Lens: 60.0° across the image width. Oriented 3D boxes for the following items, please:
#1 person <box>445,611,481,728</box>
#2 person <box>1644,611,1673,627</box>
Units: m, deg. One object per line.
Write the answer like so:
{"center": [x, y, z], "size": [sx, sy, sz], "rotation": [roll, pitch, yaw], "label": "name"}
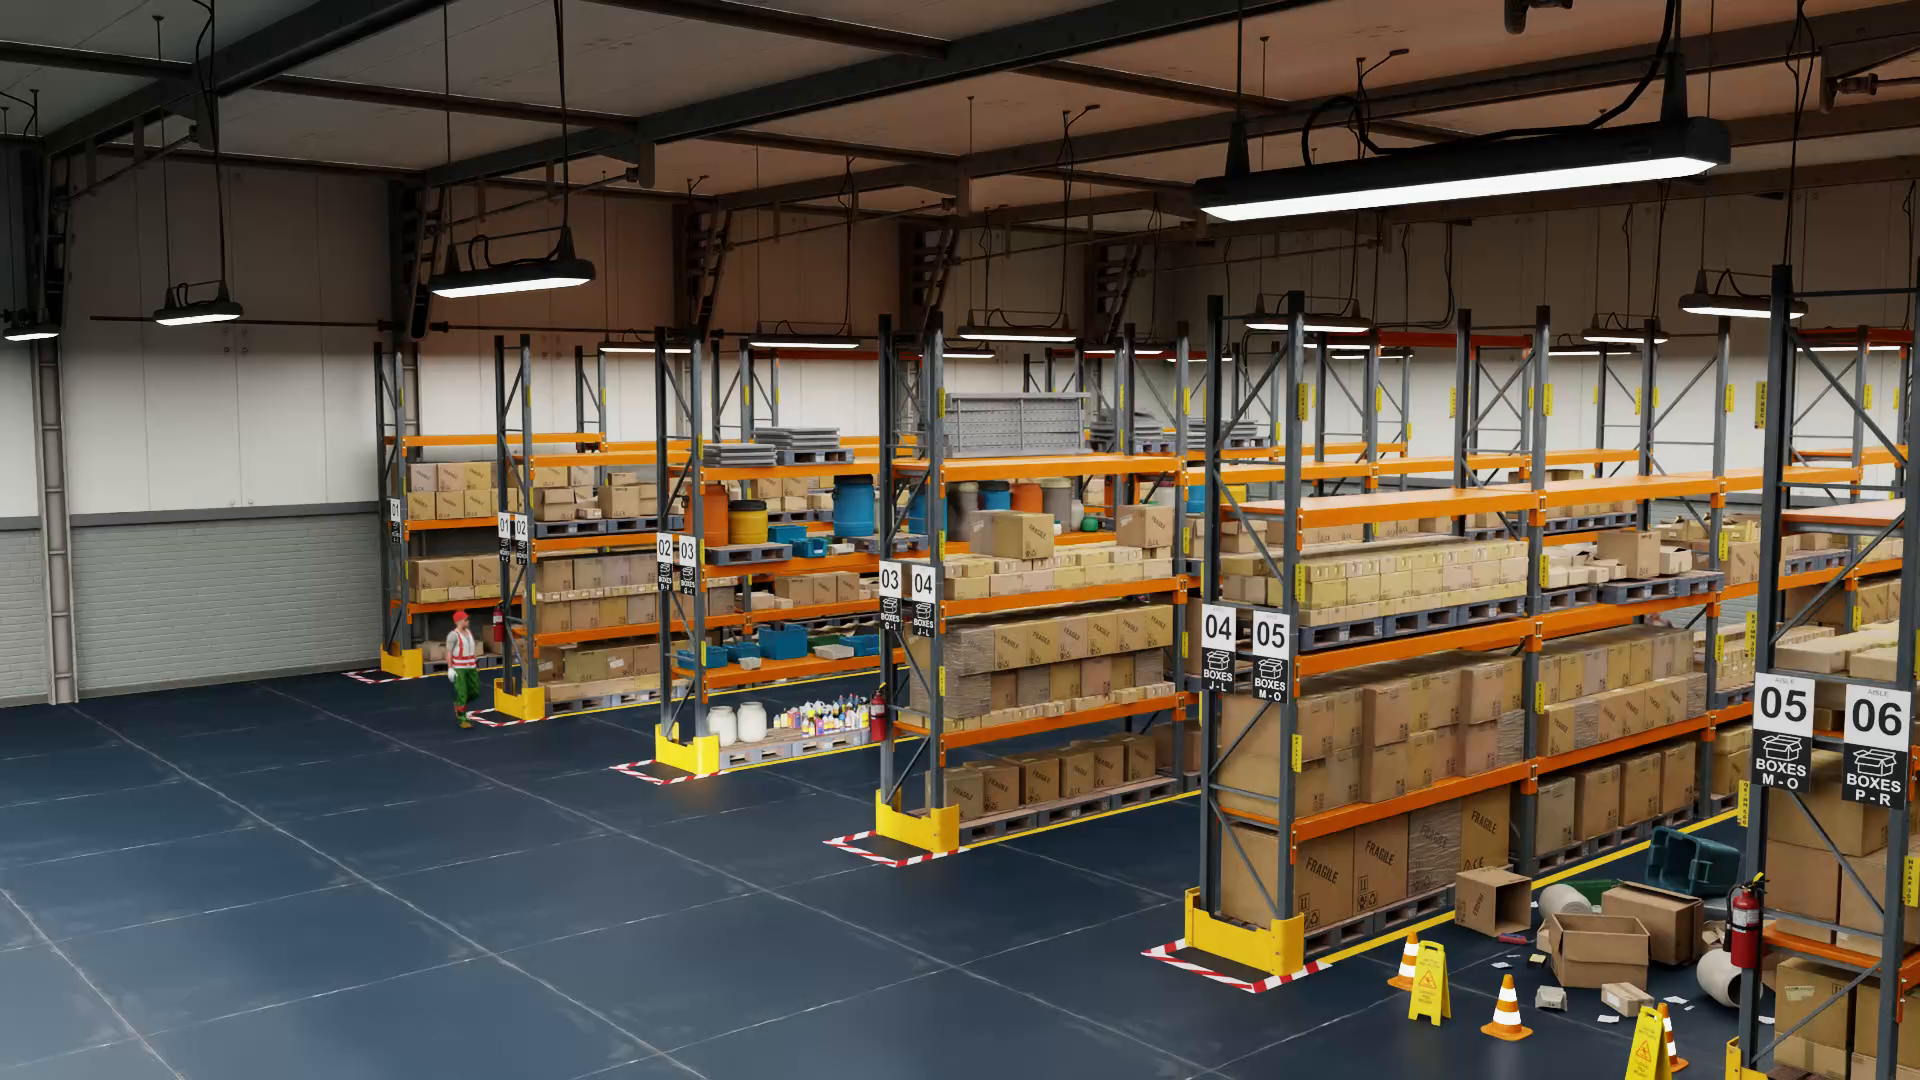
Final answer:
{"center": [-7.626, 1.960, 25.384], "size": [0.660, 1.773, 0.604], "rotation": [5, 7, 43], "label": "person"}
{"center": [11.046, 1.882, 26.452], "size": [0.658, 1.810, 0.472], "rotation": [0, 5, 0], "label": "person"}
